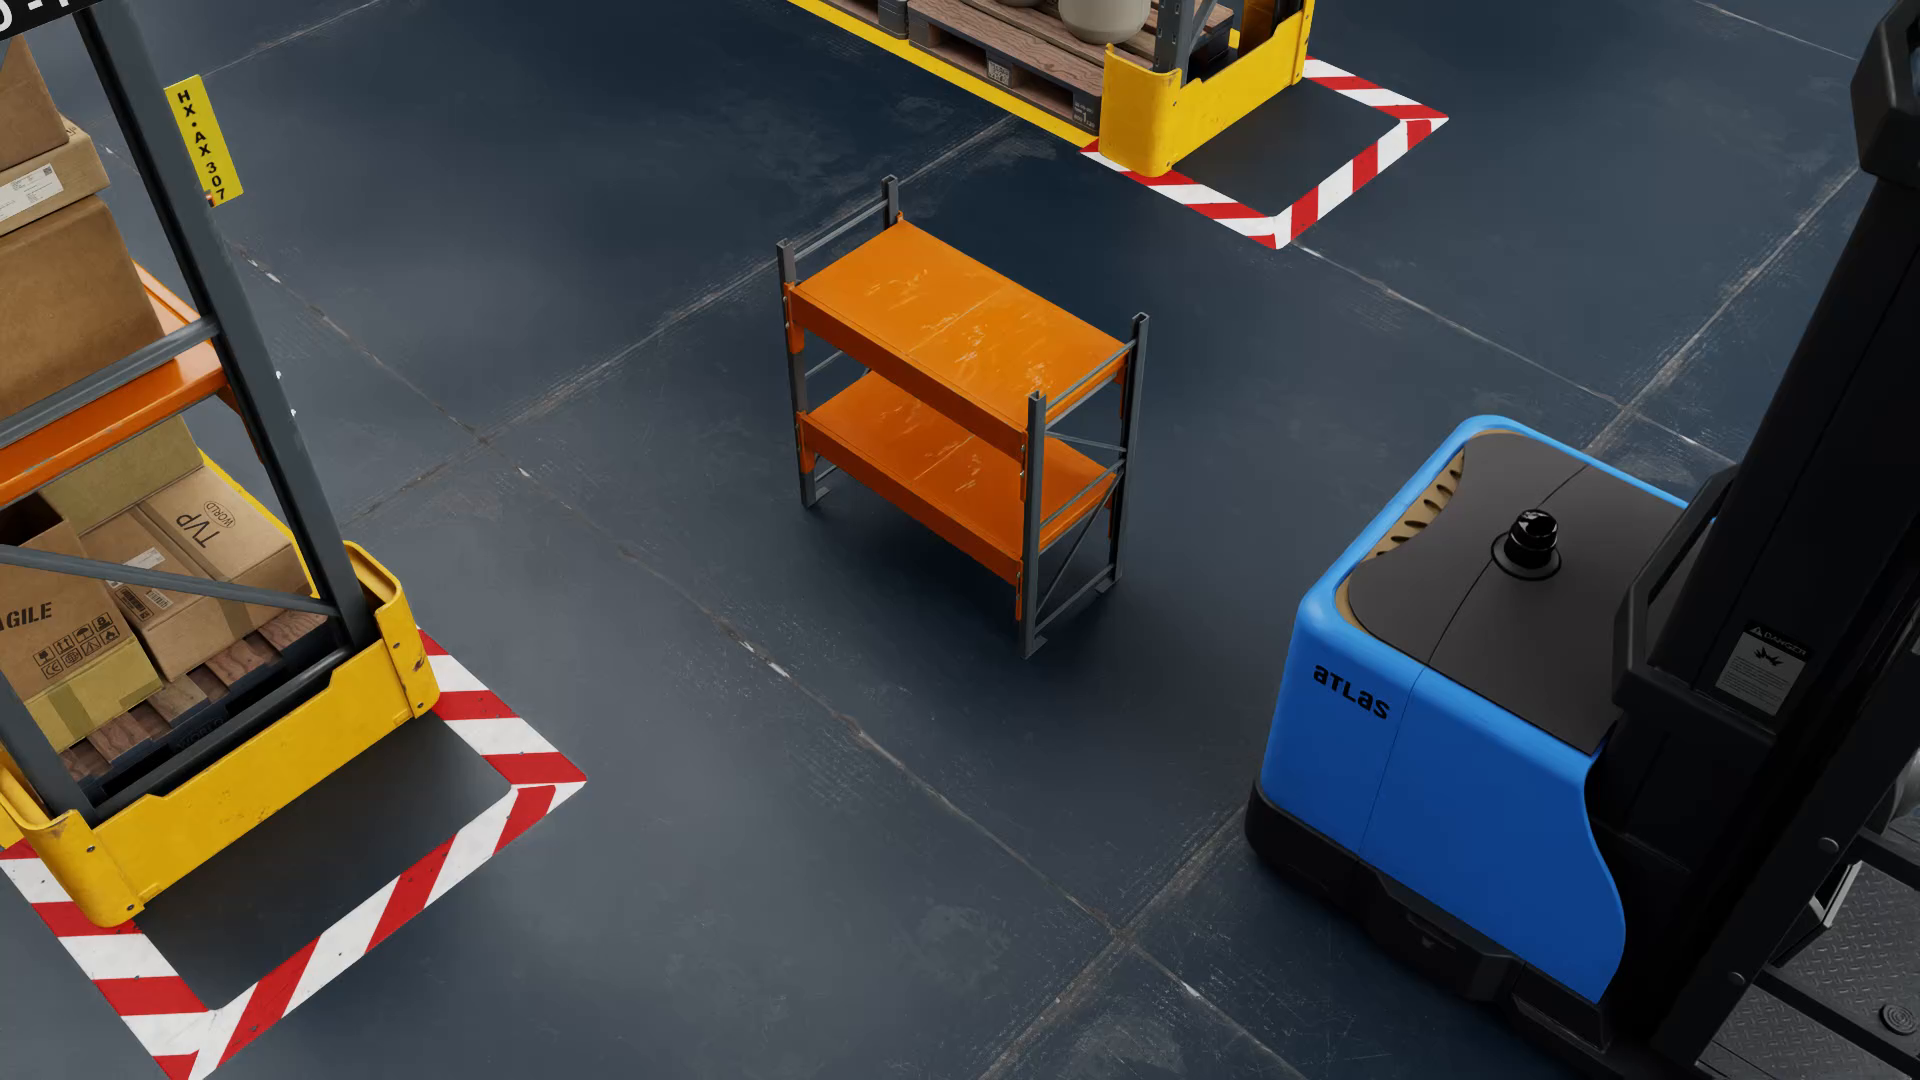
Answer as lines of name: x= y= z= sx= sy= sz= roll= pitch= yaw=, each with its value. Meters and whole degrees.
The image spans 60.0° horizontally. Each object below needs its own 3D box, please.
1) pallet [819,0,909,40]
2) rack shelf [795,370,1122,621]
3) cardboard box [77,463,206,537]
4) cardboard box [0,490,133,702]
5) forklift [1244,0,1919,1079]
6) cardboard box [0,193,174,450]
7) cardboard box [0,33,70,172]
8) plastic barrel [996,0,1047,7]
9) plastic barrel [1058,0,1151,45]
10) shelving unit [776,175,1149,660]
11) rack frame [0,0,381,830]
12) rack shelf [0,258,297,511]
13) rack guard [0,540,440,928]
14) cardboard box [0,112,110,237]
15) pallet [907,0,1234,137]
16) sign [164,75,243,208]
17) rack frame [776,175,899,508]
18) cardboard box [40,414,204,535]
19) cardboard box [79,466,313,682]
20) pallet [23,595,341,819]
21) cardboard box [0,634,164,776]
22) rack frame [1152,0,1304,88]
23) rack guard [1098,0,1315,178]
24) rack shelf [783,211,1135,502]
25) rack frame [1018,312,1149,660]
pallet: x=-0.378 y=-3.034 z=8.454 sx=1.213 sy=0.211 sz=1.003 roll=34 pitch=55 yaw=28
rack shelf: x=-0.005 y=-0.221 z=5.521 sx=1.000 sy=0.278 sz=0.538 roll=34 pitch=55 yaw=28
cardboard box: x=-2.780 y=-0.149 z=5.430 sx=0.500 sy=0.250 sz=0.500 roll=34 pitch=55 yaw=28
cardboard box: x=-2.763 y=0.119 z=4.665 sx=0.500 sy=0.500 sz=0.500 roll=34 pitch=55 yaw=28
forklift: x=2.289 y=0.311 z=3.447 sx=3.031 sy=2.935 sz=1.130 roll=31 pitch=54 yaw=26
cardboard box: x=-2.501 y=-0.588 z=4.176 sx=0.500 sy=0.500 sz=0.700 roll=34 pitch=55 yaw=28
cardboard box: x=-2.540 y=-1.058 z=3.728 sx=0.500 sy=0.500 sz=0.700 roll=34 pitch=55 yaw=28
plastic barrel: x=0.292 y=-2.793 z=7.733 sx=0.421 sy=0.512 sz=0.421 roll=0 pitch=47 yaw=0
plastic barrel: x=0.660 y=-2.545 z=7.500 sx=0.421 sy=0.512 sz=0.421 roll=0 pitch=47 yaw=0
shelving unit: x=-0.005 y=-0.388 z=5.343 sx=1.048 sy=1.125 sz=0.538 roll=34 pitch=55 yaw=28
rack frame: x=-2.167 y=-0.316 z=3.989 sx=0.127 sy=3.000 sz=1.000 roll=34 pitch=55 yaw=28
rack shelf: x=-3.636 y=-1.059 z=5.180 sx=4.000 sy=0.370 sz=1.077 roll=34 pitch=55 yaw=28
rack guard: x=-2.149 y=0.551 z=4.890 sx=0.348 sy=0.500 sz=1.175 roll=34 pitch=55 yaw=28
cardboard box: x=-2.309 y=-0.882 z=4.007 sx=0.250 sy=0.149 sz=0.380 roll=34 pitch=55 yaw=27
pallet: x=0.514 y=-2.431 z=7.887 sx=1.213 sy=0.211 sz=1.003 roll=34 pitch=55 yaw=28
sign: x=-1.786 y=-0.934 z=3.921 sx=0.005 sy=0.325 sz=0.100 roll=34 pitch=55 yaw=28
rack frame: x=-0.379 y=-0.640 z=5.579 sx=0.032 sy=1.125 sz=0.500 roll=34 pitch=55 yaw=28
cardboard box: x=-2.779 y=-0.406 z=5.157 sx=0.500 sy=0.500 sz=0.500 roll=34 pitch=55 yaw=28
cardboard box: x=-2.410 y=0.097 z=5.200 sx=0.500 sy=0.250 sz=0.500 roll=34 pitch=55 yaw=28
pallet: x=-2.757 y=0.282 z=5.340 sx=1.213 sy=0.211 sz=1.003 roll=34 pitch=55 yaw=28
cardboard box: x=-2.761 y=0.374 z=4.939 sx=0.500 sy=0.250 sz=0.500 roll=34 pitch=55 yaw=28
rack frame: x=1.196 y=-2.968 z=6.479 sx=0.127 sy=3.000 sz=1.000 roll=34 pitch=55 yaw=28
rack guard: x=1.108 y=-2.125 z=7.402 sx=0.348 sy=0.500 sz=1.175 roll=34 pitch=55 yaw=28
rack shelf: x=-0.005 y=-0.589 z=5.130 sx=1.000 sy=0.278 sz=0.538 roll=34 pitch=55 yaw=28
rack frame: x=0.369 y=-0.137 z=5.107 sx=0.032 sy=1.125 sz=0.500 roll=34 pitch=55 yaw=28
